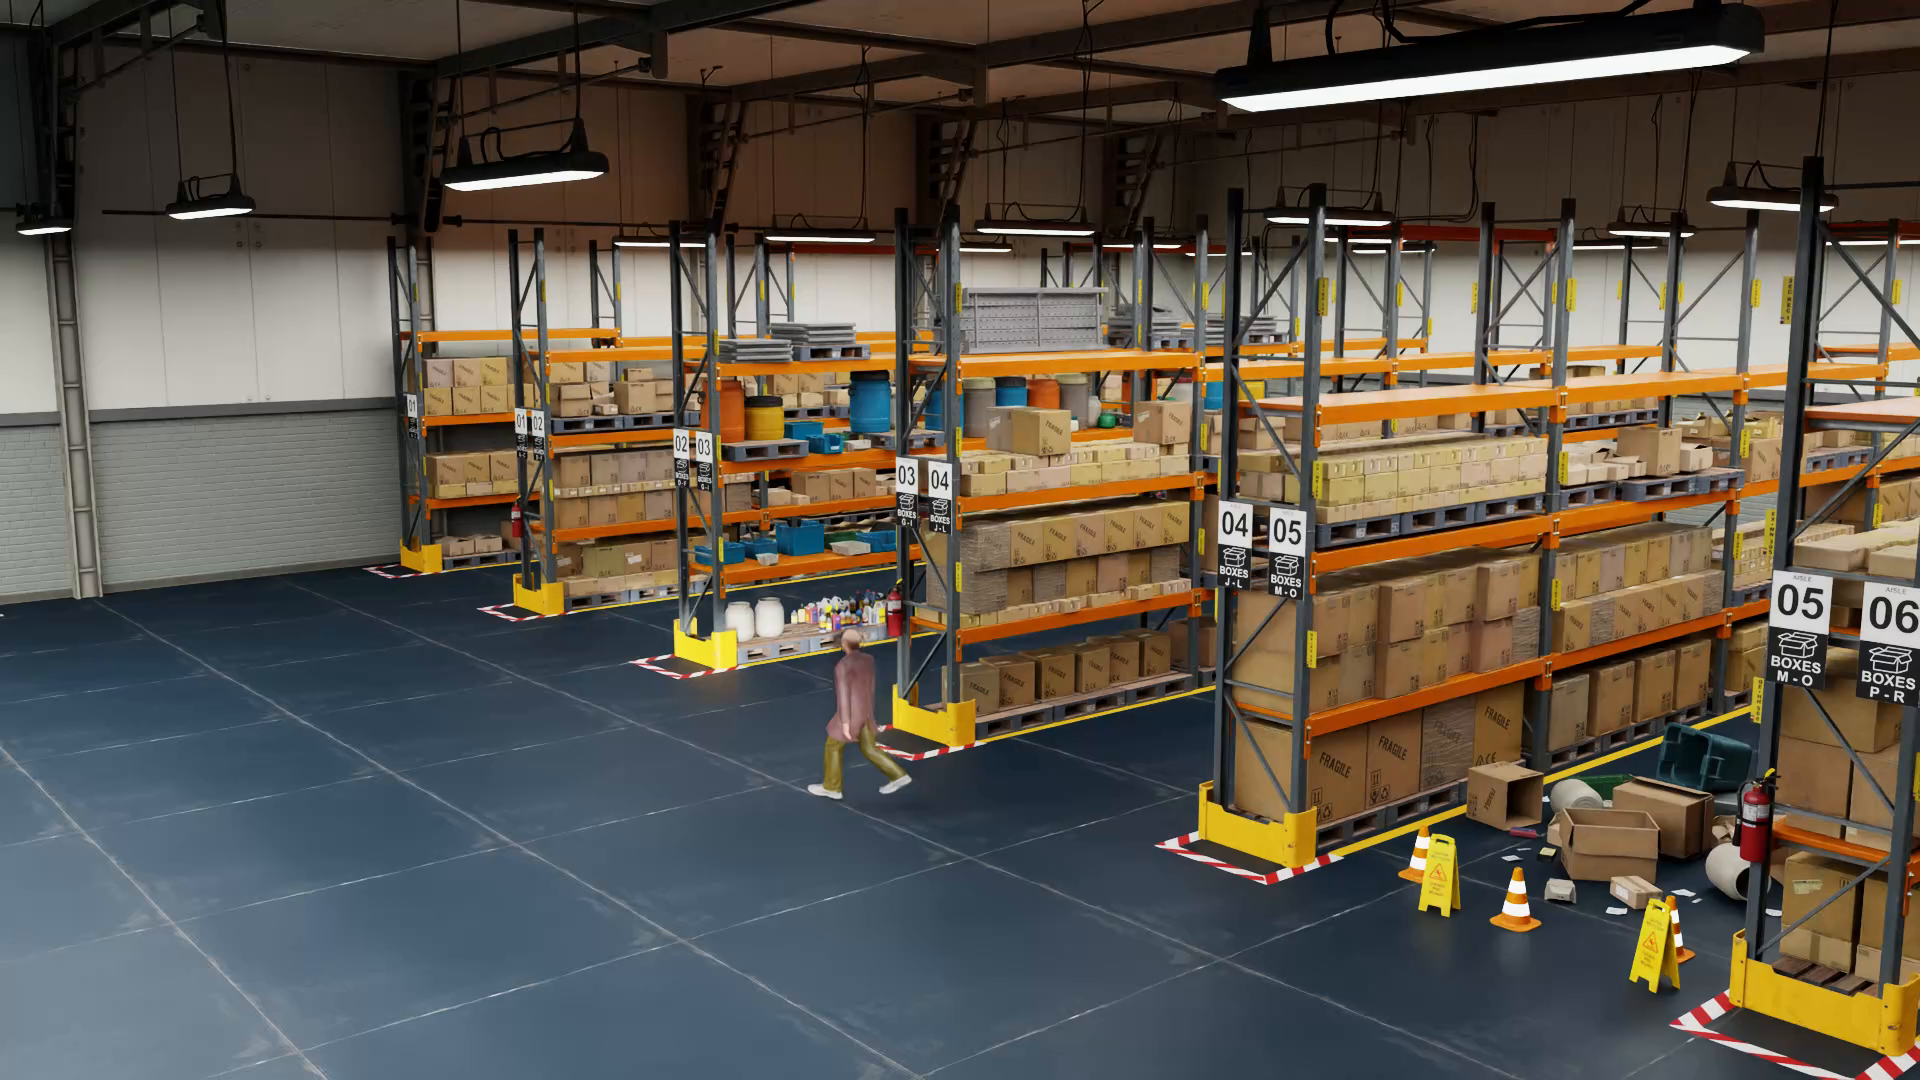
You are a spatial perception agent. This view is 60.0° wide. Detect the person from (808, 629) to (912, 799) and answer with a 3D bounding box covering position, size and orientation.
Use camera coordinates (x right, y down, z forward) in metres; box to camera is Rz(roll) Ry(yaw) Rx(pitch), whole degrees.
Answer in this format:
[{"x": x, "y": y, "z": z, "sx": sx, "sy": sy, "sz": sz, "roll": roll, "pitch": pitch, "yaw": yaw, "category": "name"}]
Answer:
[{"x": -1.044, "y": 1.802, "z": 16.652, "sx": 1.027, "sy": 1.639, "sz": 0.577, "roll": 4, "pitch": 10, "yaw": 23, "category": "person"}]
